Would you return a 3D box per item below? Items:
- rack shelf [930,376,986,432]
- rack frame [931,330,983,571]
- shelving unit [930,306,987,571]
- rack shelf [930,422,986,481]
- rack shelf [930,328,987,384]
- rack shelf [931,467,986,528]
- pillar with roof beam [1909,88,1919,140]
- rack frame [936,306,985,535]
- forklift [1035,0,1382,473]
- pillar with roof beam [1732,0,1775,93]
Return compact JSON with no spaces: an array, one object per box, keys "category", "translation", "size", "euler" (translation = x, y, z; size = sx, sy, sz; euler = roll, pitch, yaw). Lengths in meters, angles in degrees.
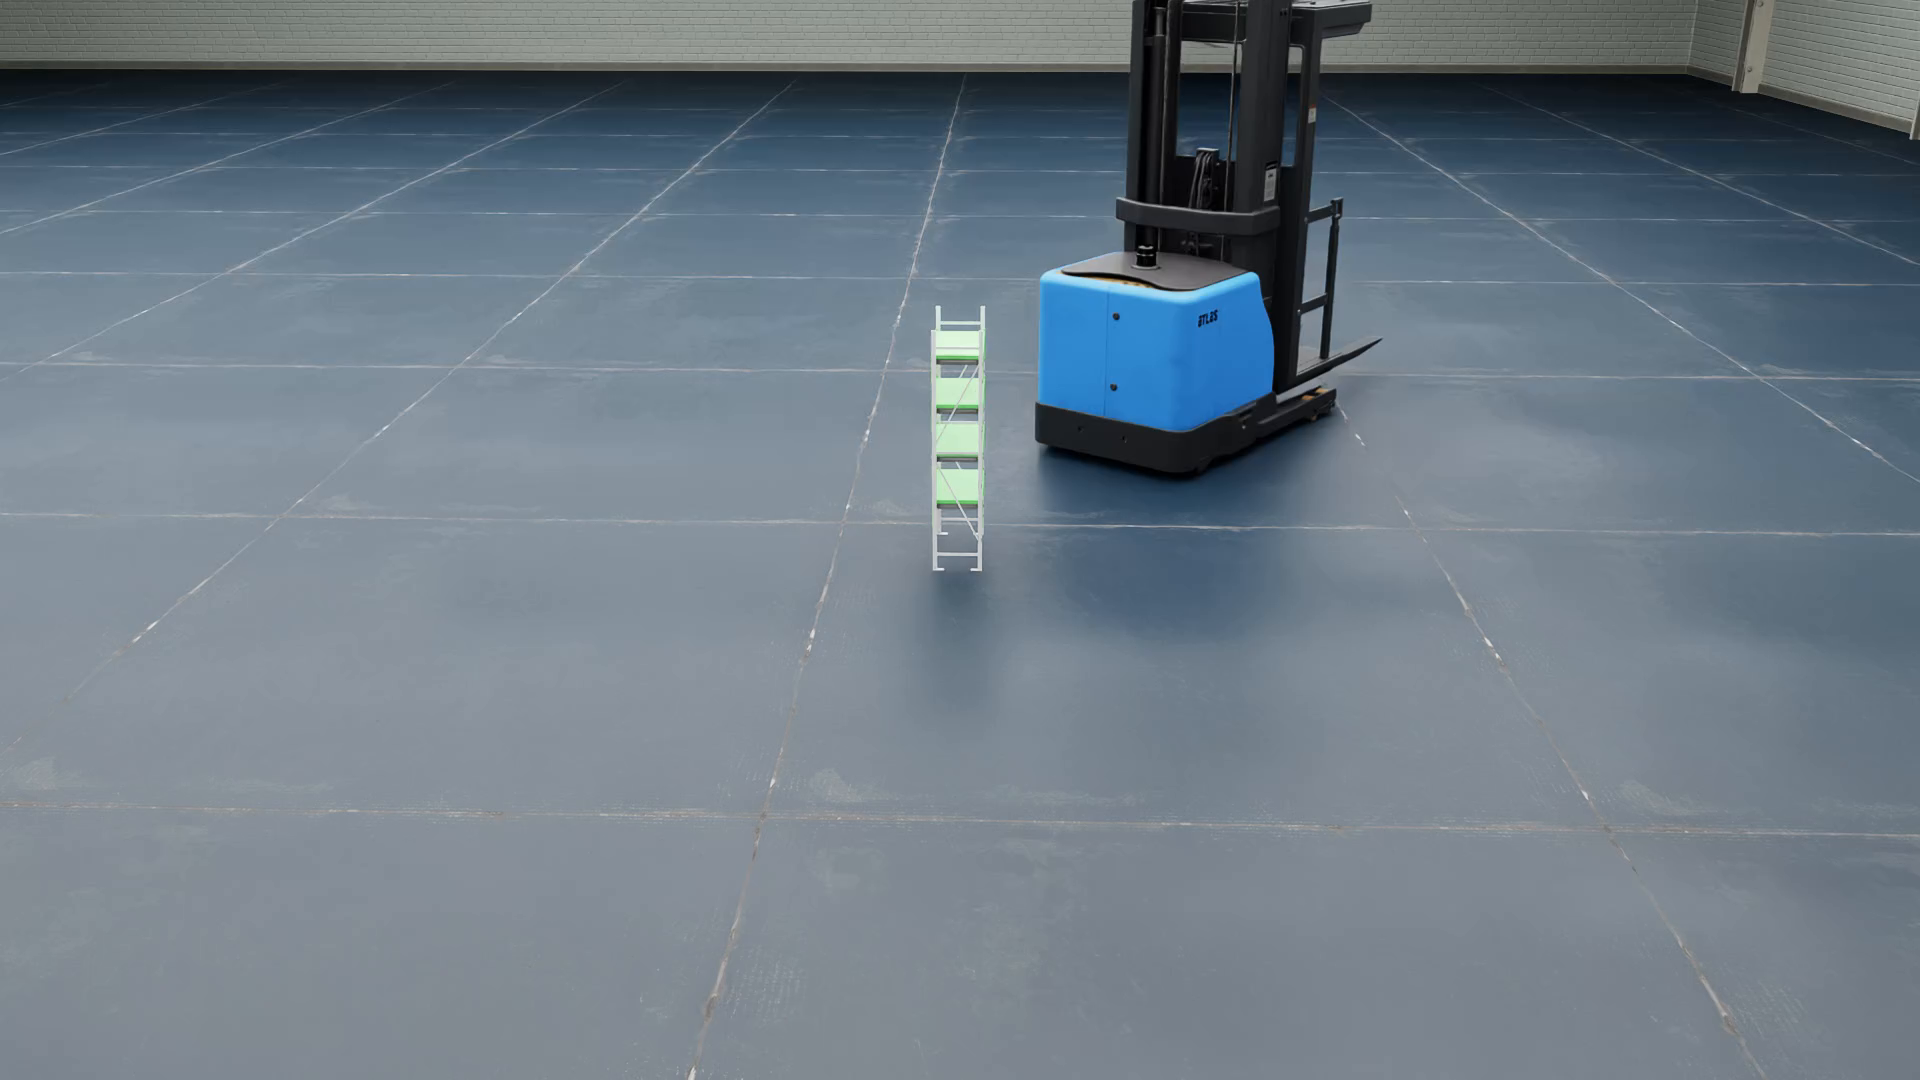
[{"category":"rack shelf","translation":[-0.005,-0.664,8.094],"size":[0.258,0.148,0.480],"euler":[1,21,2]},{"category":"rack frame","translation":[-0.012,-0.411,7.930],"size":[0.240,1.200,0.015],"euler":[1,21,2]},{"category":"shelving unit","translation":[-0.005,-0.500,8.158],"size":[0.258,1.200,0.503],"euler":[1,21,2]},{"category":"rack shelf","translation":[-0.005,-0.440,8.181],"size":[0.258,0.148,0.480],"euler":[1,21,2]},{"category":"rack shelf","translation":[-0.005,-0.887,8.007],"size":[0.258,0.148,0.480],"euler":[1,21,2]},{"category":"rack shelf","translation":[-0.005,-0.216,8.268],"size":[0.258,0.148,0.480],"euler":[1,21,2]},{"category":"pillar with roof beam","translation":[8.717,-9.611,20.859],"size":[9.100,9.000,0.400],"euler":[1,21,2]},{"category":"rack frame","translation":[0.002,-0.588,8.385],"size":[0.240,1.200,0.015],"euler":[1,21,2]},{"category":"forklift","translation":[1.743,-2.207,10.166],"size":[1.130,2.935,3.031],"euler":[16,26,35]},{"category":"pillar with roof beam","translation":[8.900,-11.780,26.450],"size":[9.100,9.000,0.400],"euler":[1,21,2]}]
